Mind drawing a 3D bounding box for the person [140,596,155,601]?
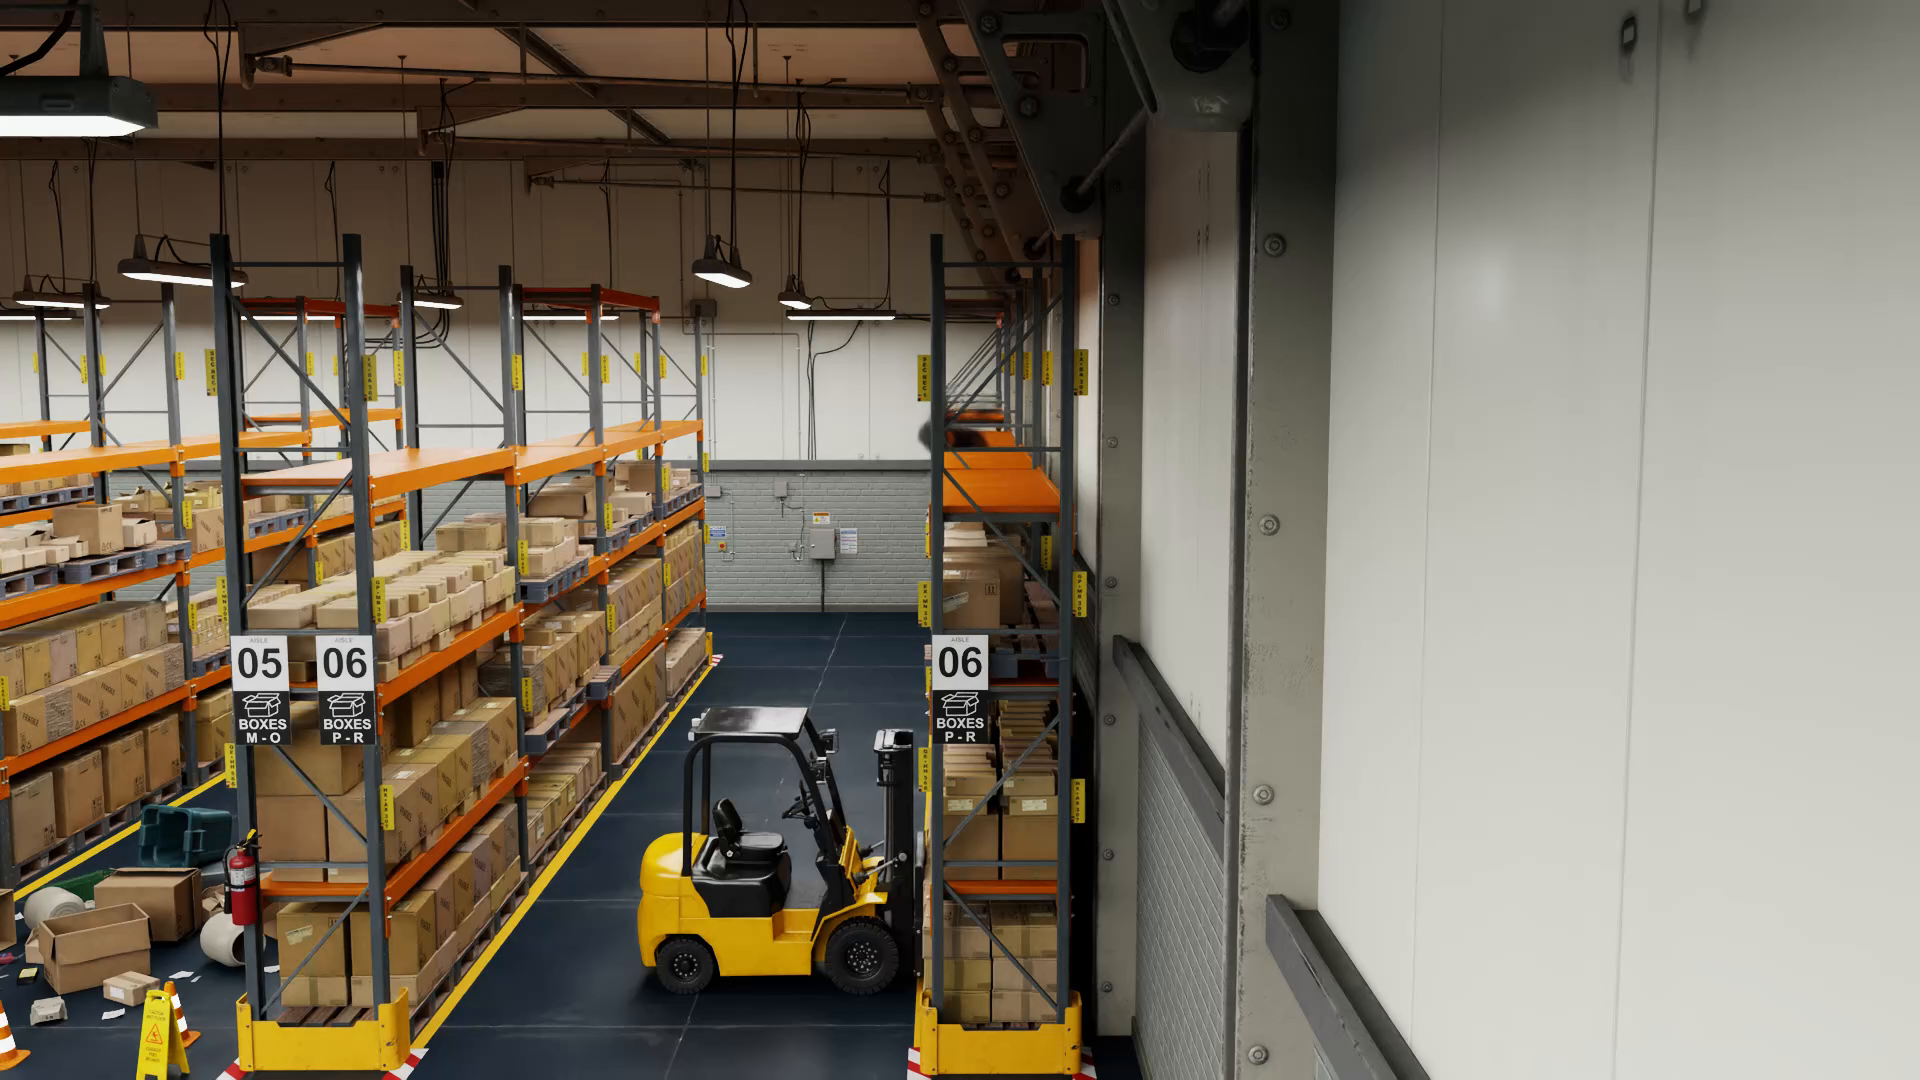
[{"bbox_3d":[-11.477,1.669,23.684,0.693,1.788,0.981,0,6,1],"label":"person"}]
